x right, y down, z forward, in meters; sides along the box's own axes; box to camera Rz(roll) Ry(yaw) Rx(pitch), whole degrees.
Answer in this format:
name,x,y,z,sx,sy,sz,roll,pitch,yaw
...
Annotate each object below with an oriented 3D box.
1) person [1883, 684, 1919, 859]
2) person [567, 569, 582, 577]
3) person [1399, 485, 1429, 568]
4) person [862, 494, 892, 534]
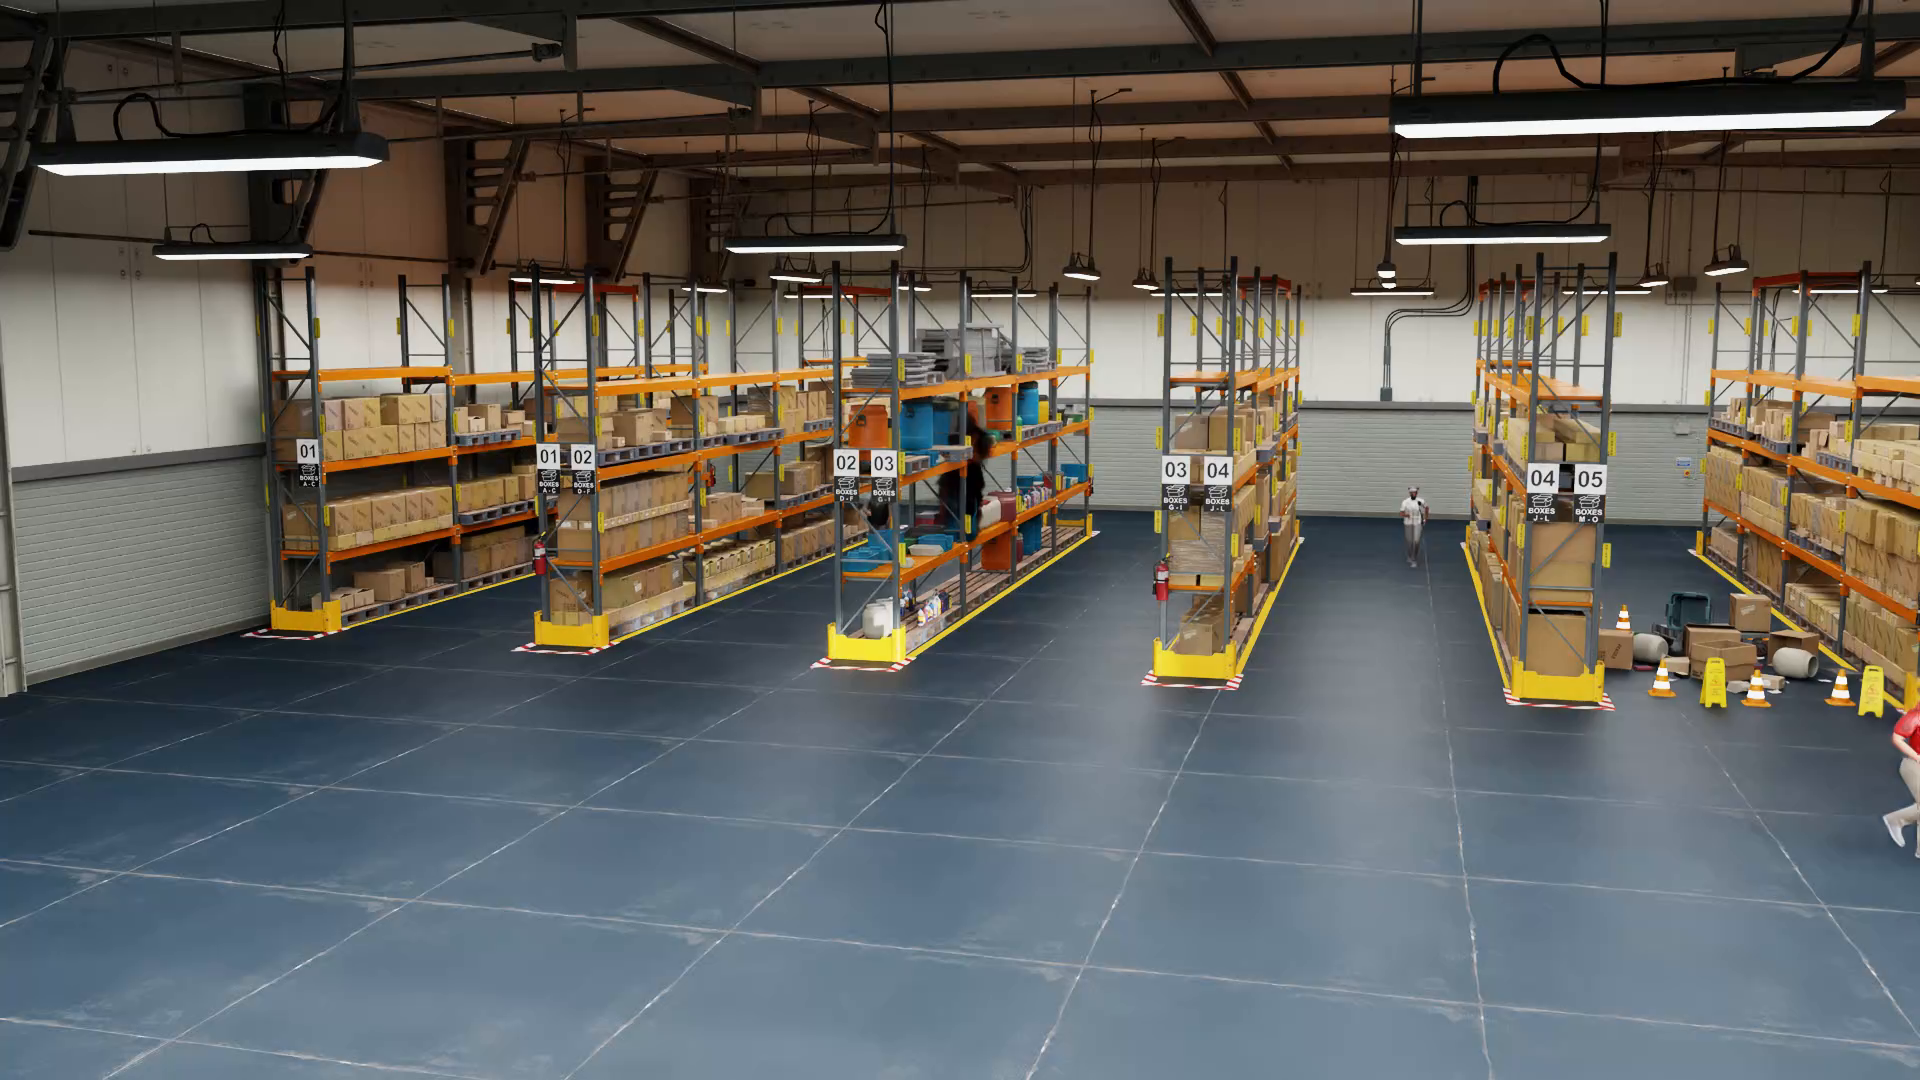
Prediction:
name,x,y,z,sx,sy,sz,roll,pitch,yaw
person,9.119,2.174,15.755,0.690,1.693,0.681,-5,9,-34
person,-6.899,0.378,29.828,0.613,1.712,0.923,2,7,12
person,9.611,-0.296,35.268,0.581,1.741,0.841,3,8,20
person,-1.591,-0.263,32.464,0.666,1.758,0.843,1,7,8
